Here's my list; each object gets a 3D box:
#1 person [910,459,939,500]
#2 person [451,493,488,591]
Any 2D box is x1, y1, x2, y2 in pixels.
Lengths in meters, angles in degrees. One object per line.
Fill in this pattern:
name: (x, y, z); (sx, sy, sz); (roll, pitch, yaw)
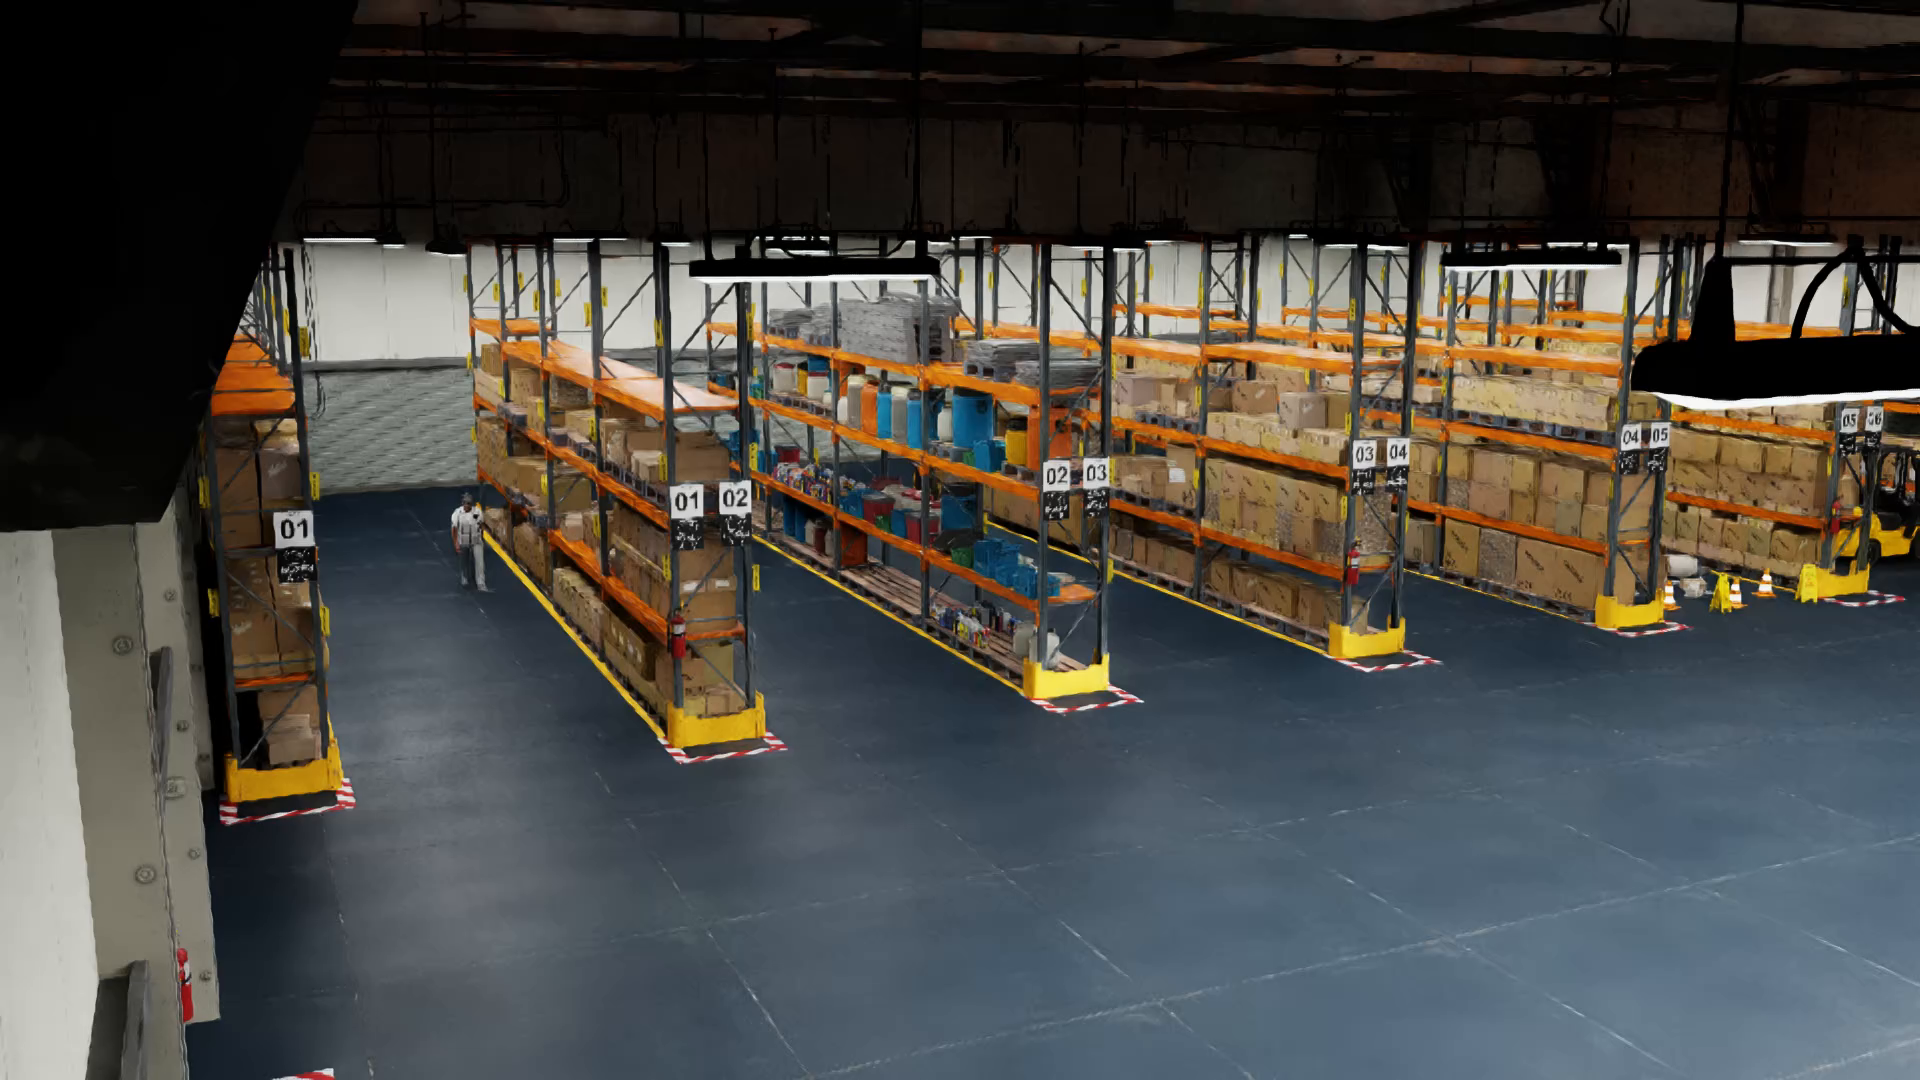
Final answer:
person: (-0.732, -1.411, 35.888); (0.736, 1.717, 0.903); (-4, 12, -19)
person: (-8.441, 0.013, 28.575); (0.544, 1.660, 1.111); (-4, 12, -20)
